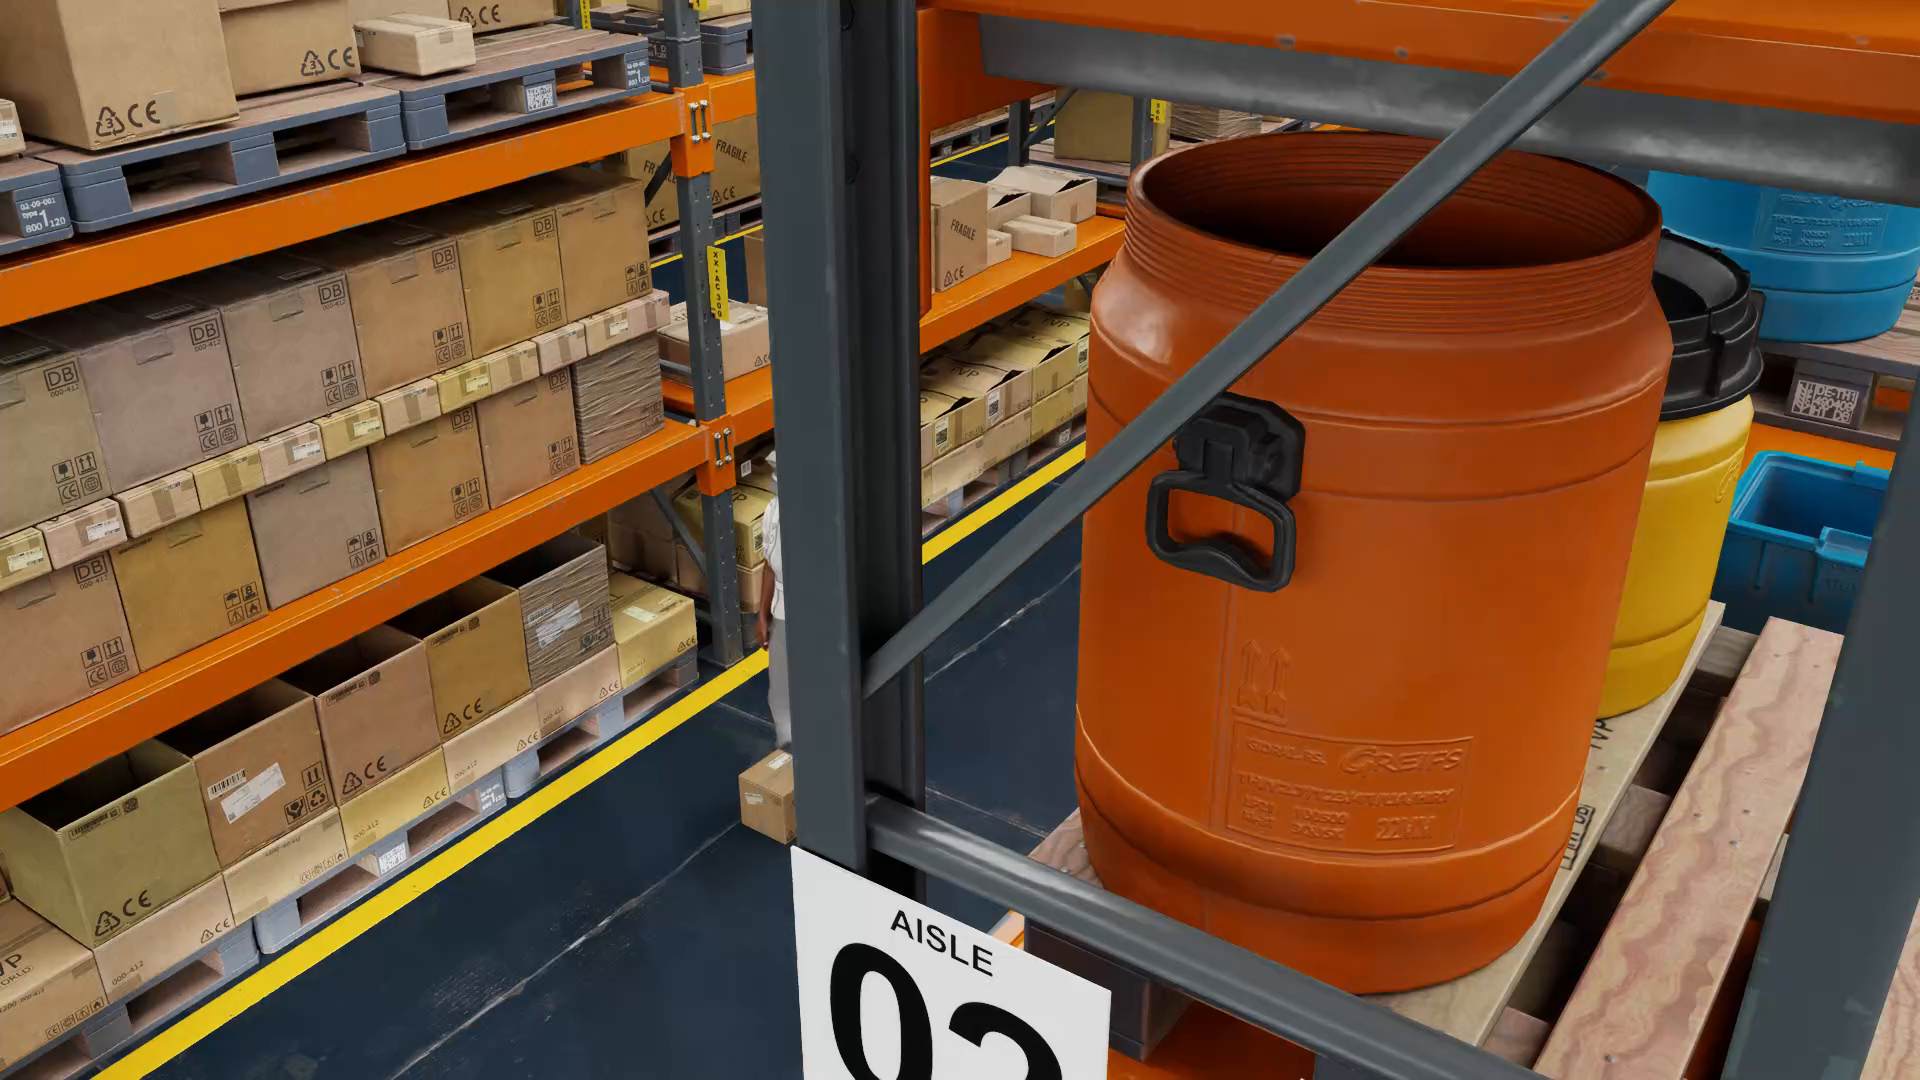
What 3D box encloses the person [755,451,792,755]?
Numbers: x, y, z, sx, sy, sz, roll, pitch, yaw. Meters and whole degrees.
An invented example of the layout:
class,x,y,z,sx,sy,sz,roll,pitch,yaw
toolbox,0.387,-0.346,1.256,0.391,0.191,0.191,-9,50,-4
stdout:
class,x,y,z,sx,sy,sz,roll,pitch,yaw
person,-0.630,0.367,6.896,0.530,1.663,0.391,16,31,28
